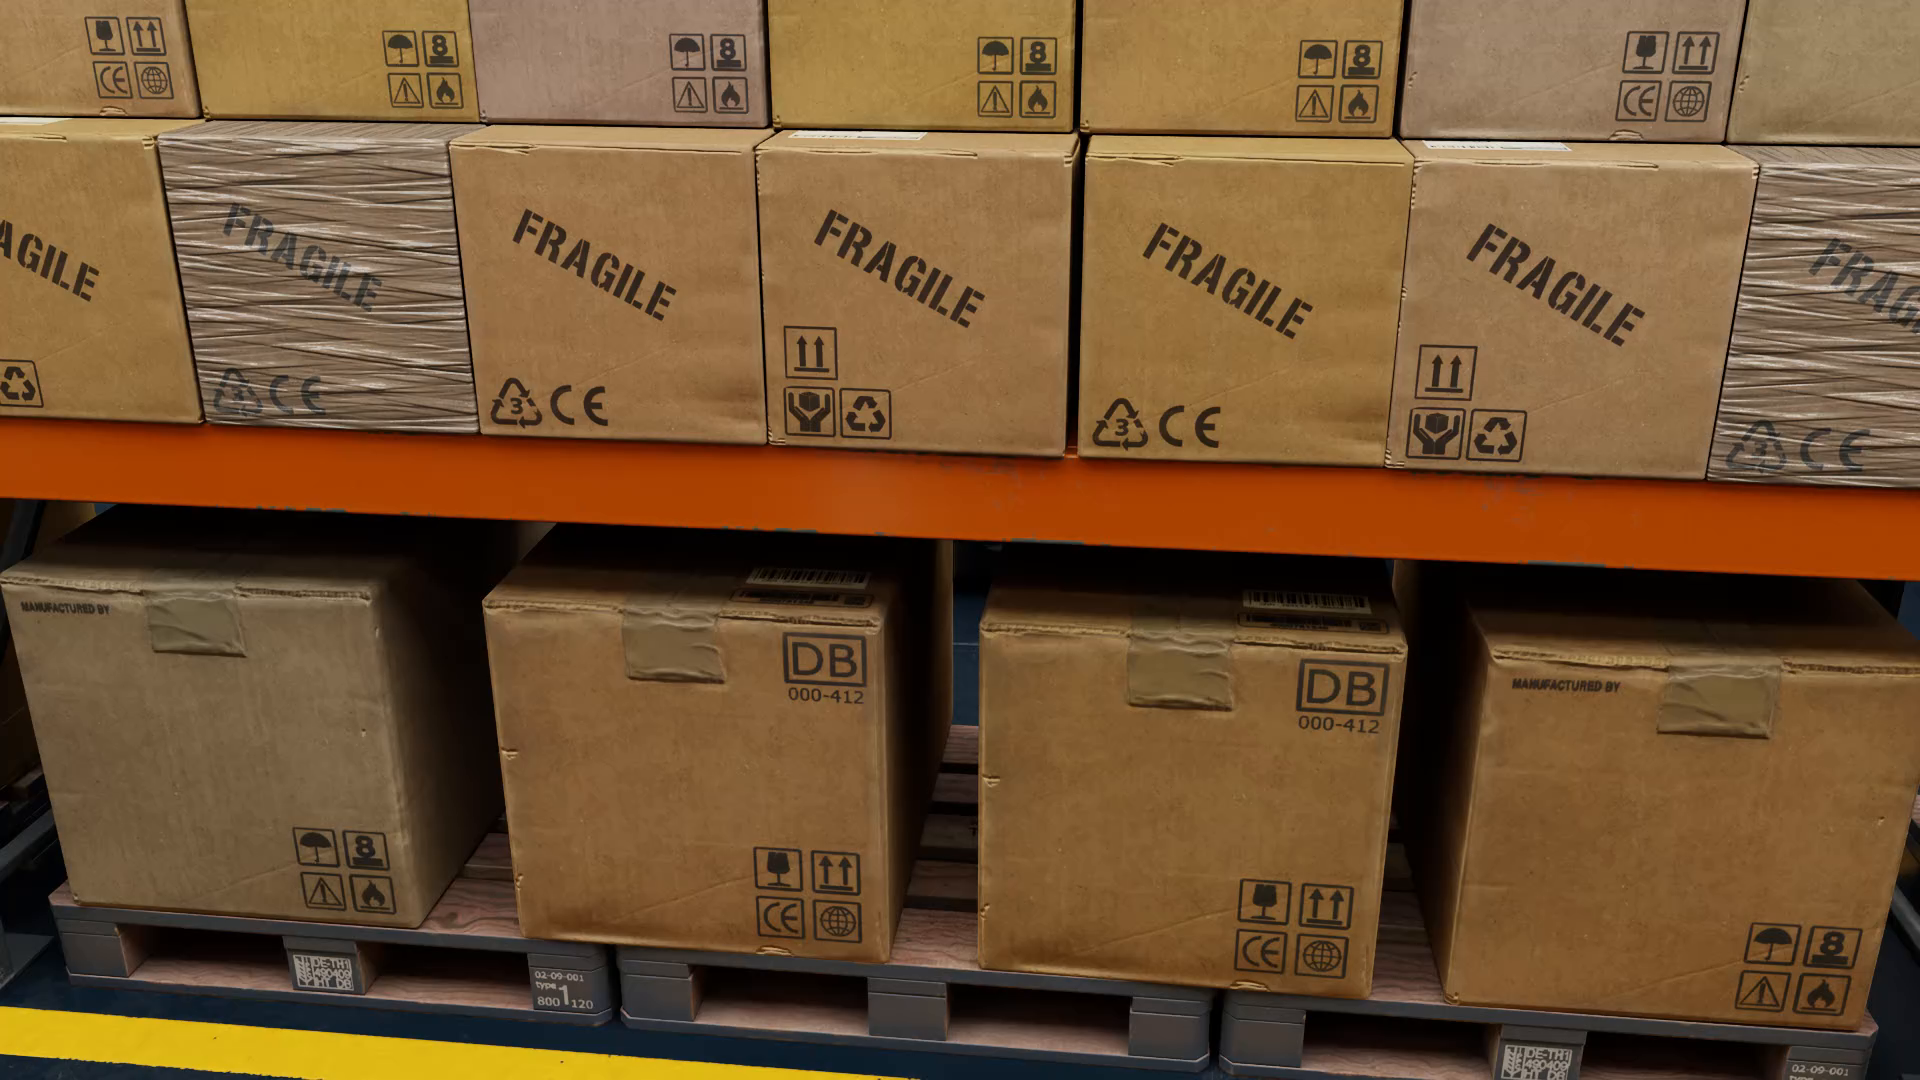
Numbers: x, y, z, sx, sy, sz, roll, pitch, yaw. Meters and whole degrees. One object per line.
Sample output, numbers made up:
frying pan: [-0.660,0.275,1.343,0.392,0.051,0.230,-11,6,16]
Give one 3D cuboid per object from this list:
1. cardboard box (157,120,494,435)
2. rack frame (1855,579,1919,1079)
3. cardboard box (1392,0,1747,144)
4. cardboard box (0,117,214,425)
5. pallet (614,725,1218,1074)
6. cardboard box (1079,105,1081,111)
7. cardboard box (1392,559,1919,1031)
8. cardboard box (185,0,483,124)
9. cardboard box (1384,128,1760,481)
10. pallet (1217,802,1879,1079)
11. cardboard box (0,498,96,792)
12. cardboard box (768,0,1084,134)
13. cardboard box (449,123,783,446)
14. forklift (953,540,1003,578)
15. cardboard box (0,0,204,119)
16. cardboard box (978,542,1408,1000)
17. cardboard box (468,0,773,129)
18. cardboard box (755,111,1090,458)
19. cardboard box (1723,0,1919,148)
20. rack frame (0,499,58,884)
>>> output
cardboard box: [-1.043,-0.512,3.019,0.500,0.500,0.500,3,22,7]
rack frame: [1.937,-0.435,2.961,0.127,3.000,1.000,2,22,6]
cardboard box: [0.990,-0.991,2.871,0.500,0.500,0.700,2,22,6]
cardboard box: [-1.544,-0.534,3.074,0.500,0.500,0.500,3,22,7]
pallet: [-0.045,0.746,3.765,1.213,0.211,1.003,2,22,6]
cardboard box: [0.023,-0.665,3.406,0.500,0.500,0.500,2,22,6]
cardboard box: [-0.886,-0.771,5.633,5.693,1.239,5.455,2,22,6]
cardboard box: [-1.030,-1.079,3.093,0.500,0.500,0.700,2,22,5]
cardboard box: [0.963,-0.425,2.799,0.500,0.500,0.500,2,22,6]
pallet: [1.163,0.800,3.629,1.213,0.211,1.003,2,22,6]
cardboard box: [-2.651,0.132,3.845,0.875,0.875,0.875,3,22,7]
cardboard box: [-0.027,-1.034,2.981,0.500,0.500,0.700,2,22,6]
cardboard box: [-0.547,-0.489,2.962,0.500,0.500,0.500,2,22,6]
forklift: [1.853,-2.626,8.596,6.157,2.935,7.442,-2,22,-6]
cardboard box: [-1.541,-1.100,3.147,0.500,0.500,0.700,2,22,5]
cardboard box: [0.475,0.320,3.539,0.750,0.750,1.050,3,22,7]
cardboard box: [-0.528,-1.057,3.037,0.500,0.500,0.700,3,22,7]
cardboard box: [-0.043,-0.467,2.906,0.500,0.500,0.500,3,22,7]
cardboard box: [1.493,-0.970,2.817,0.500,0.500,0.700,2,22,6]
rack frame: [-2.035,-0.609,3.401,0.053,2.616,0.949,2,22,6]
